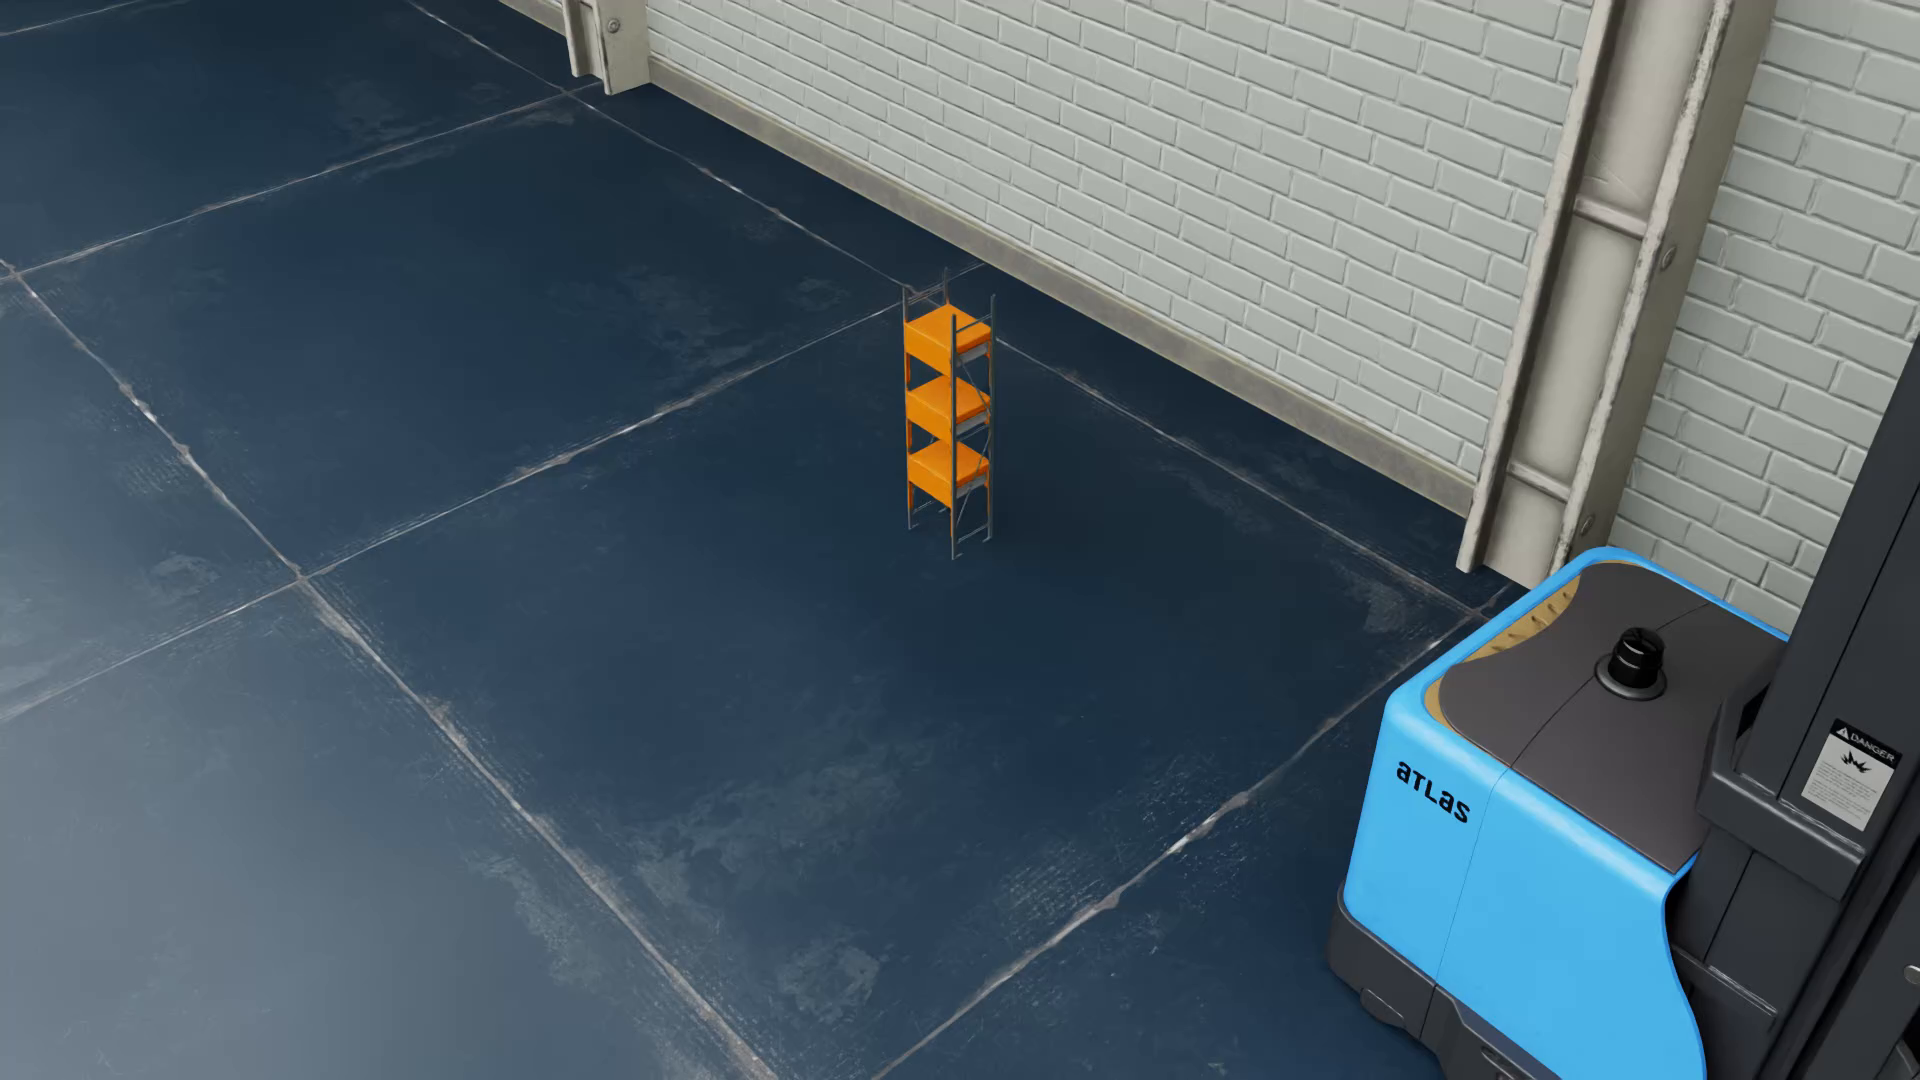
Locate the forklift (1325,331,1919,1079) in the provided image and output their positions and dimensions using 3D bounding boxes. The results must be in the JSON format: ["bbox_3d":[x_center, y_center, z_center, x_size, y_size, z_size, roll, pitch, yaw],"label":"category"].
[{"bbox_3d":[2.372,0.586,3.191,1.130,2.935,3.031,-28,47,-31],"label":"forklift"}]

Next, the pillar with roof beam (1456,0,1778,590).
[{"bbox_3d":[-1.100,-1.548,1.005,9.100,9.000,0.400,-30,48,-32],"label":"pillar with roof beam"}]

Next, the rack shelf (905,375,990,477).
[{"bbox_3d":[-0.036,-0.425,5.957,0.215,0.259,0.240,-30,48,-32],"label":"rack shelf"}]

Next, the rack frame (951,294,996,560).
[{"bbox_3d":[0.046,-0.377,5.881,0.200,1.050,0.008,-30,48,-32],"label":"rack frame"}]

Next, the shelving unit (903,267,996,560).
[{"bbox_3d":[-0.036,-0.433,5.951,0.215,1.050,0.252,-30,48,-32],"label":"shelving unit"}]

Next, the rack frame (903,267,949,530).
[{"bbox_3d":[-0.119,-0.490,6.021,0.200,1.050,0.008,-30,48,-32],"label":"rack frame"}]

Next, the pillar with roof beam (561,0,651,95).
[{"bbox_3d":[-5.158,-4.325,4.443,9.100,9.000,0.400,-30,48,-32],"label":"pillar with roof beam"}]

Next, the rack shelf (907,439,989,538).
[{"bbox_3d":[-0.036,-0.209,6.132,0.215,0.259,0.240,-30,48,-32],"label":"rack shelf"}]

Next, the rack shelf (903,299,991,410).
[{"bbox_3d":[-0.036,-0.646,5.779,0.215,0.259,0.240,-30,48,-32],"label":"rack shelf"}]
